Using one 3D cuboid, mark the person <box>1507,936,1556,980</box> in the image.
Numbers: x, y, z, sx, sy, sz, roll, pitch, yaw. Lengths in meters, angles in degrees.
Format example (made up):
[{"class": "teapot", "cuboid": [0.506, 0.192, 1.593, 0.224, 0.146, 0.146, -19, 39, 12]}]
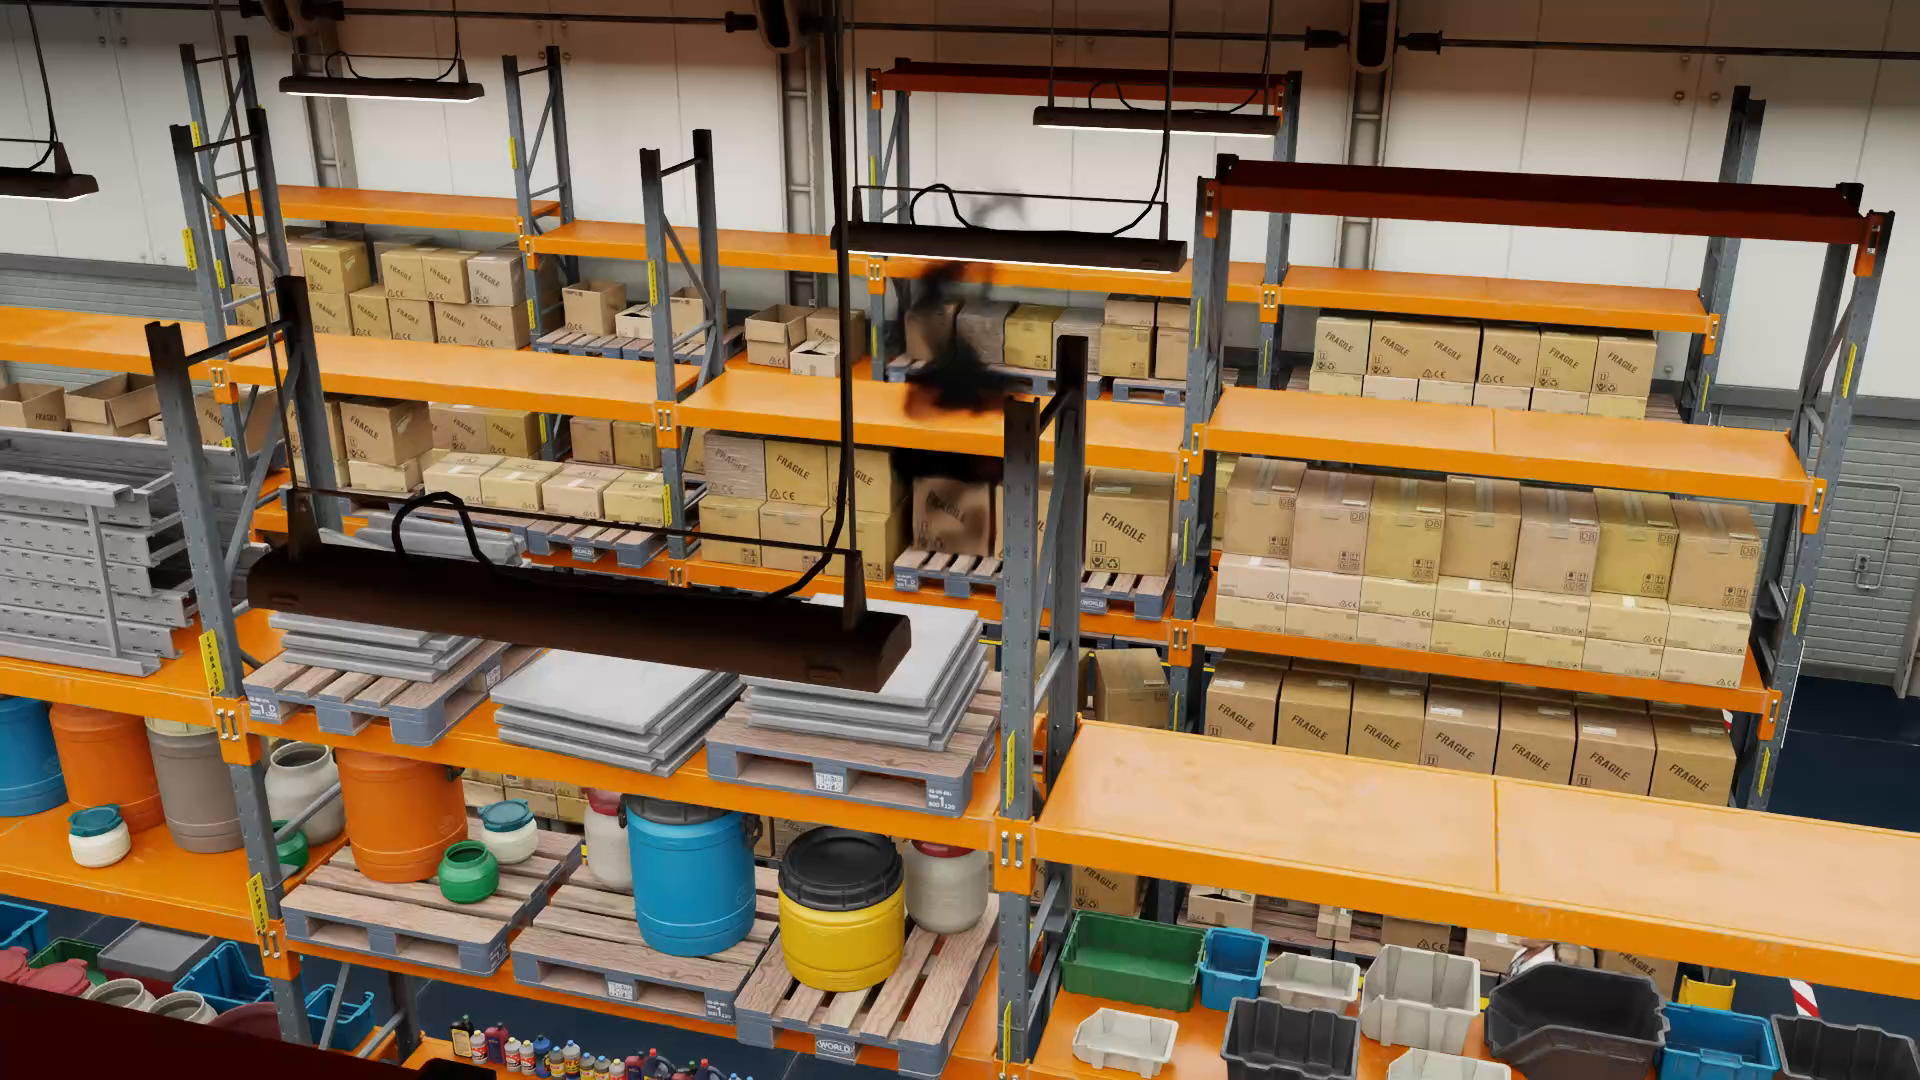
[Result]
[{"class": "person", "cuboid": [3.754, 3.206, 10.863, 0.671, 1.721, 0.730, 2, 23, 4]}]
